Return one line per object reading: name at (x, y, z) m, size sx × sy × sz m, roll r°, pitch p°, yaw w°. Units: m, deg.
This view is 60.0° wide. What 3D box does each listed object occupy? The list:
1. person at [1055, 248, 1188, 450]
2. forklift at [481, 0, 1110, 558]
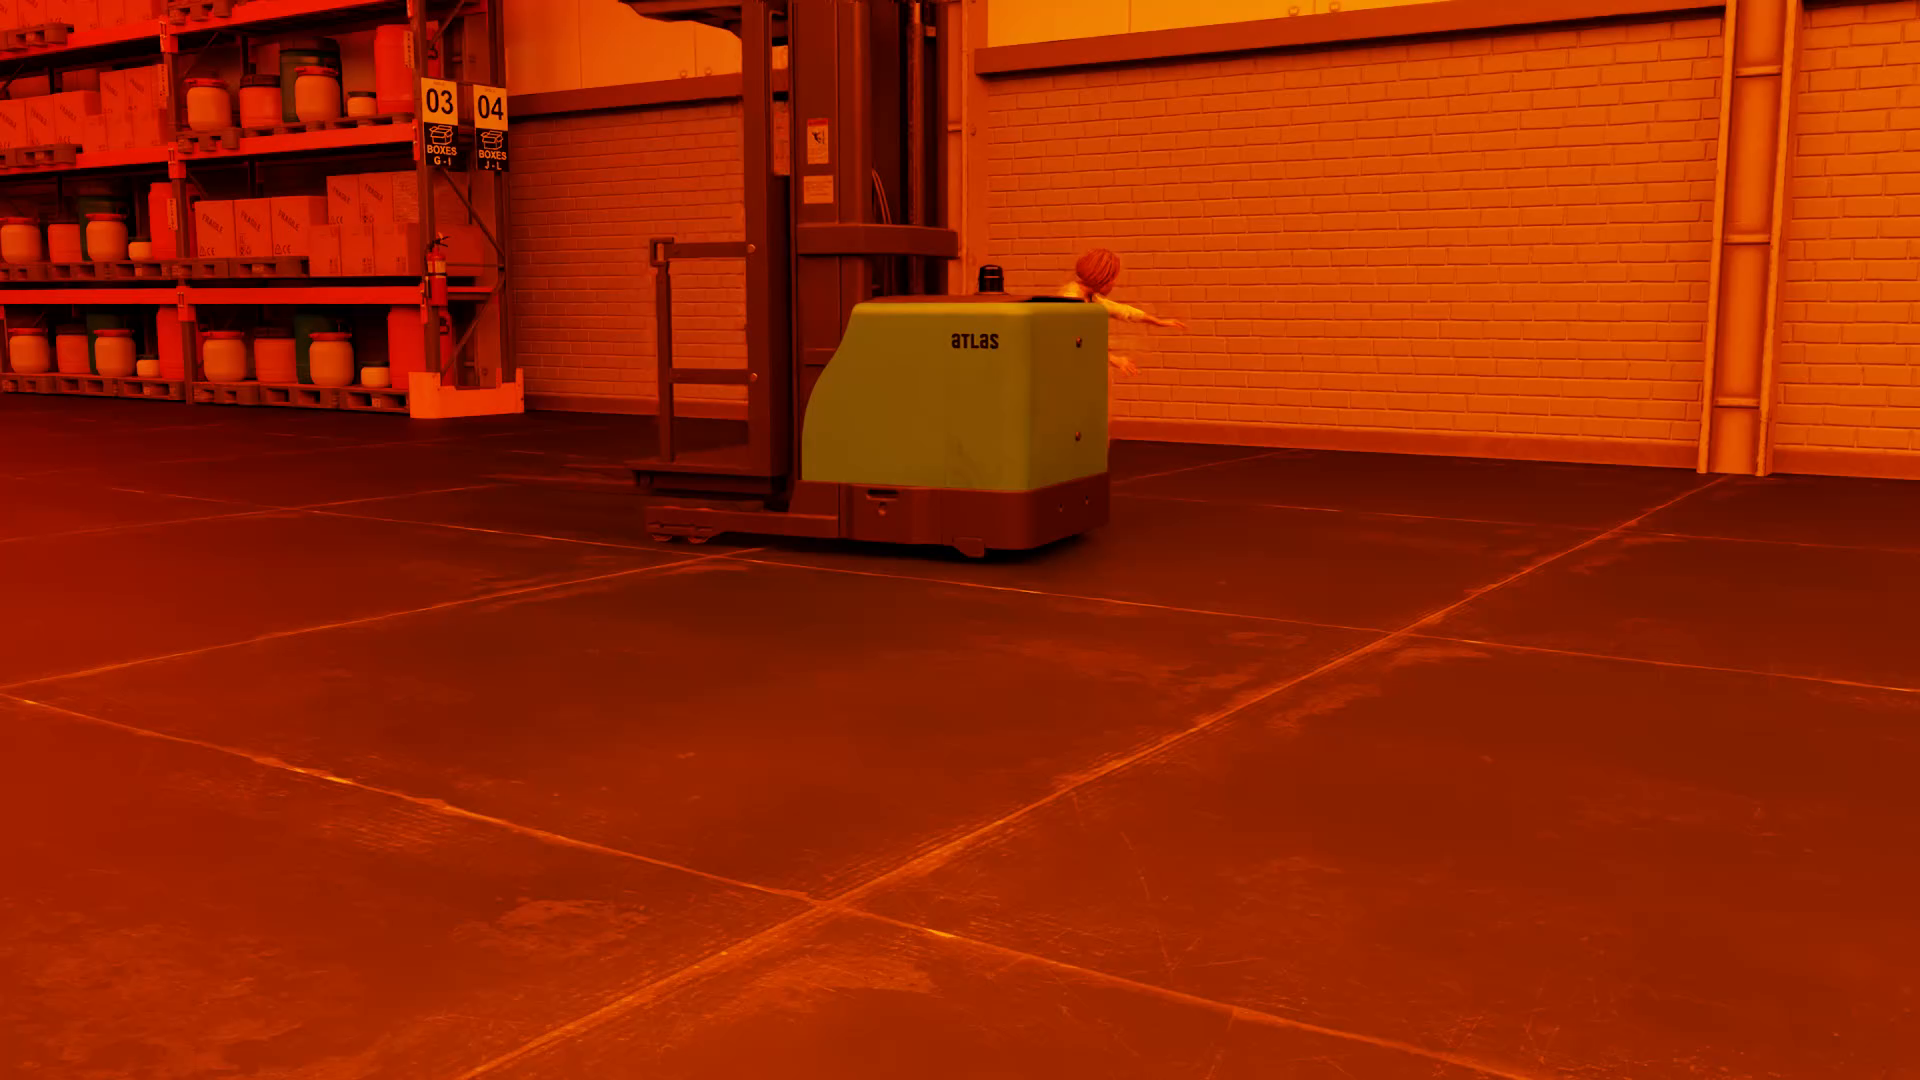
person at (0.650, -0.772, 8.316) m, size 0.770 × 1.362 × 1.253 m, roll 3°, pitch 8°, yaw 17°
forklift at (-0.867, -1.493, 7.693) m, size 3.031 × 2.935 × 1.130 m, roll 4°, pitch 9°, yaw 26°
